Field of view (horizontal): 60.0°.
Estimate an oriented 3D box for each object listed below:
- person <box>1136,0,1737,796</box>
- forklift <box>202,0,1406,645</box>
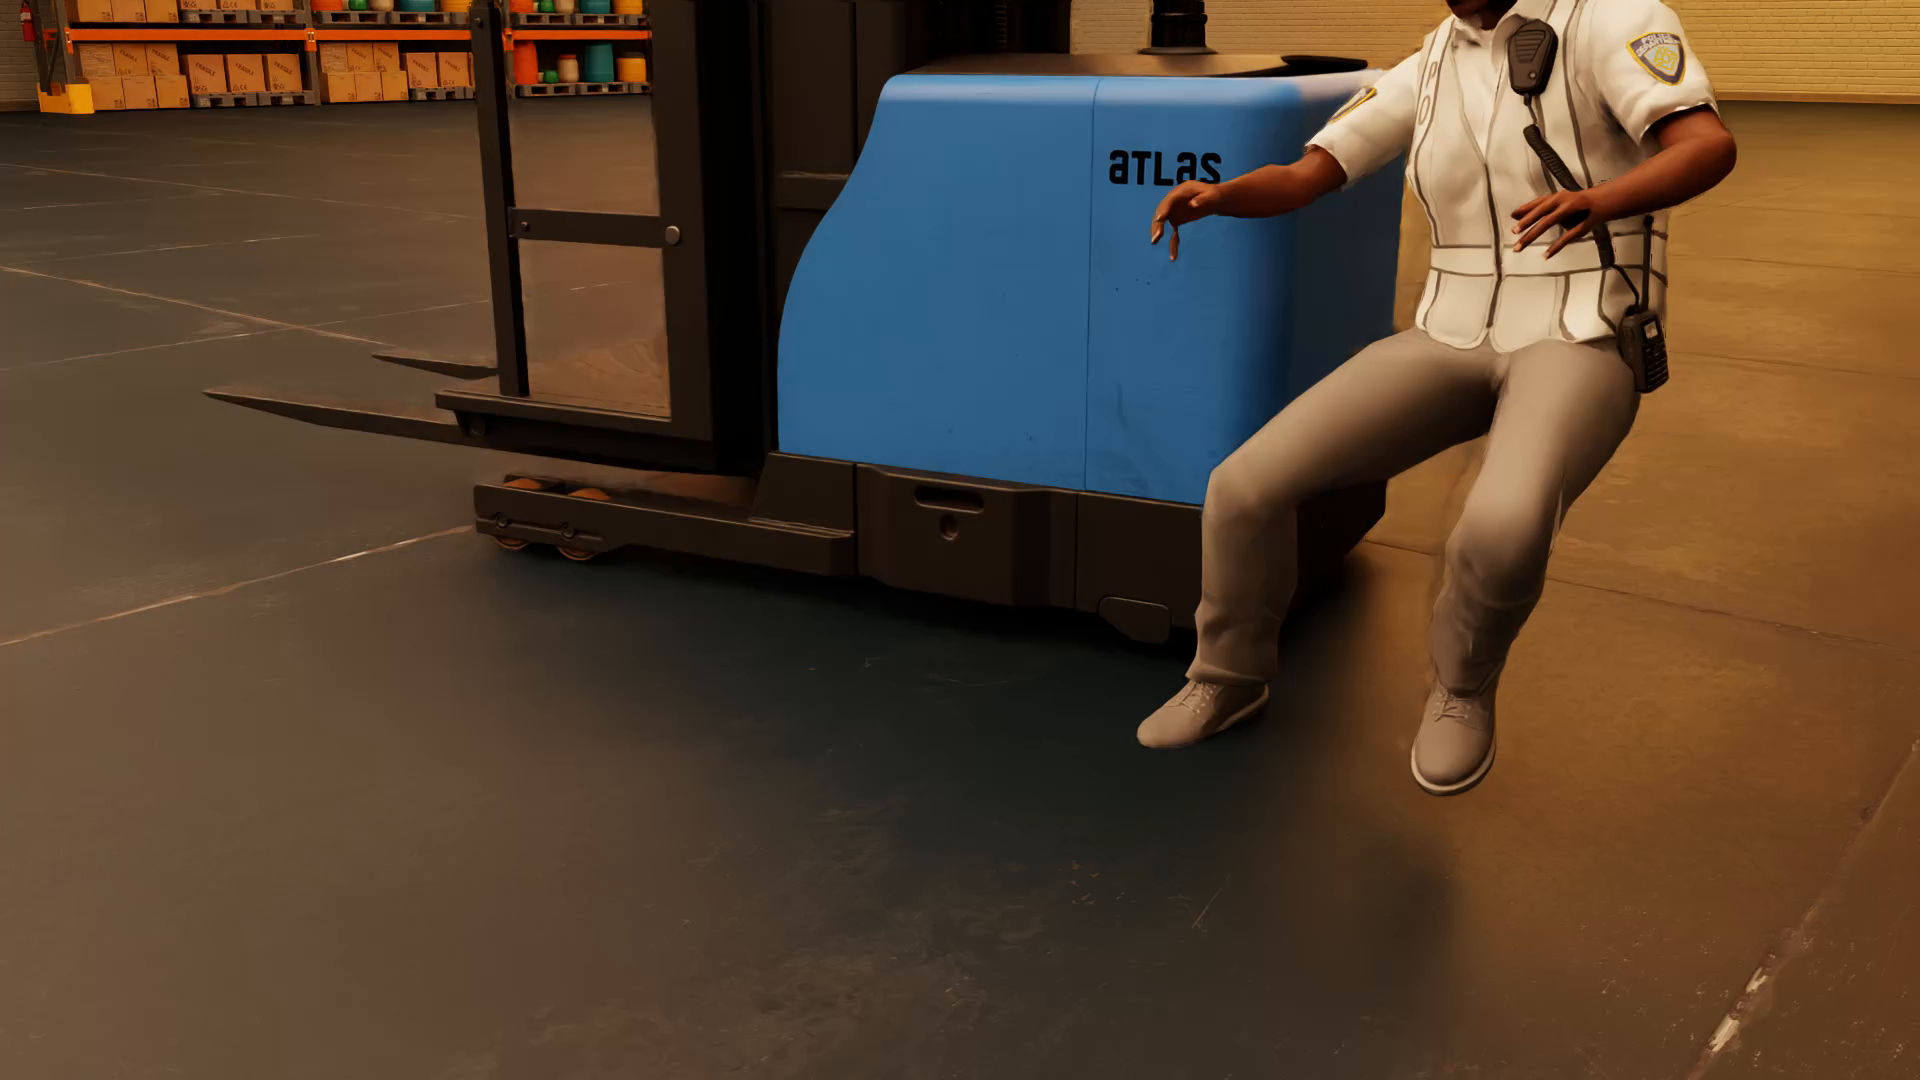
[{"bbox_3d":[0.674,-0.290,2.487,0.743,1.459,0.778,-14,22,-38],"label":"person"},{"bbox_3d":[-0.553,-1.480,3.771,3.031,2.935,1.130,8,19,26],"label":"forklift"}]
